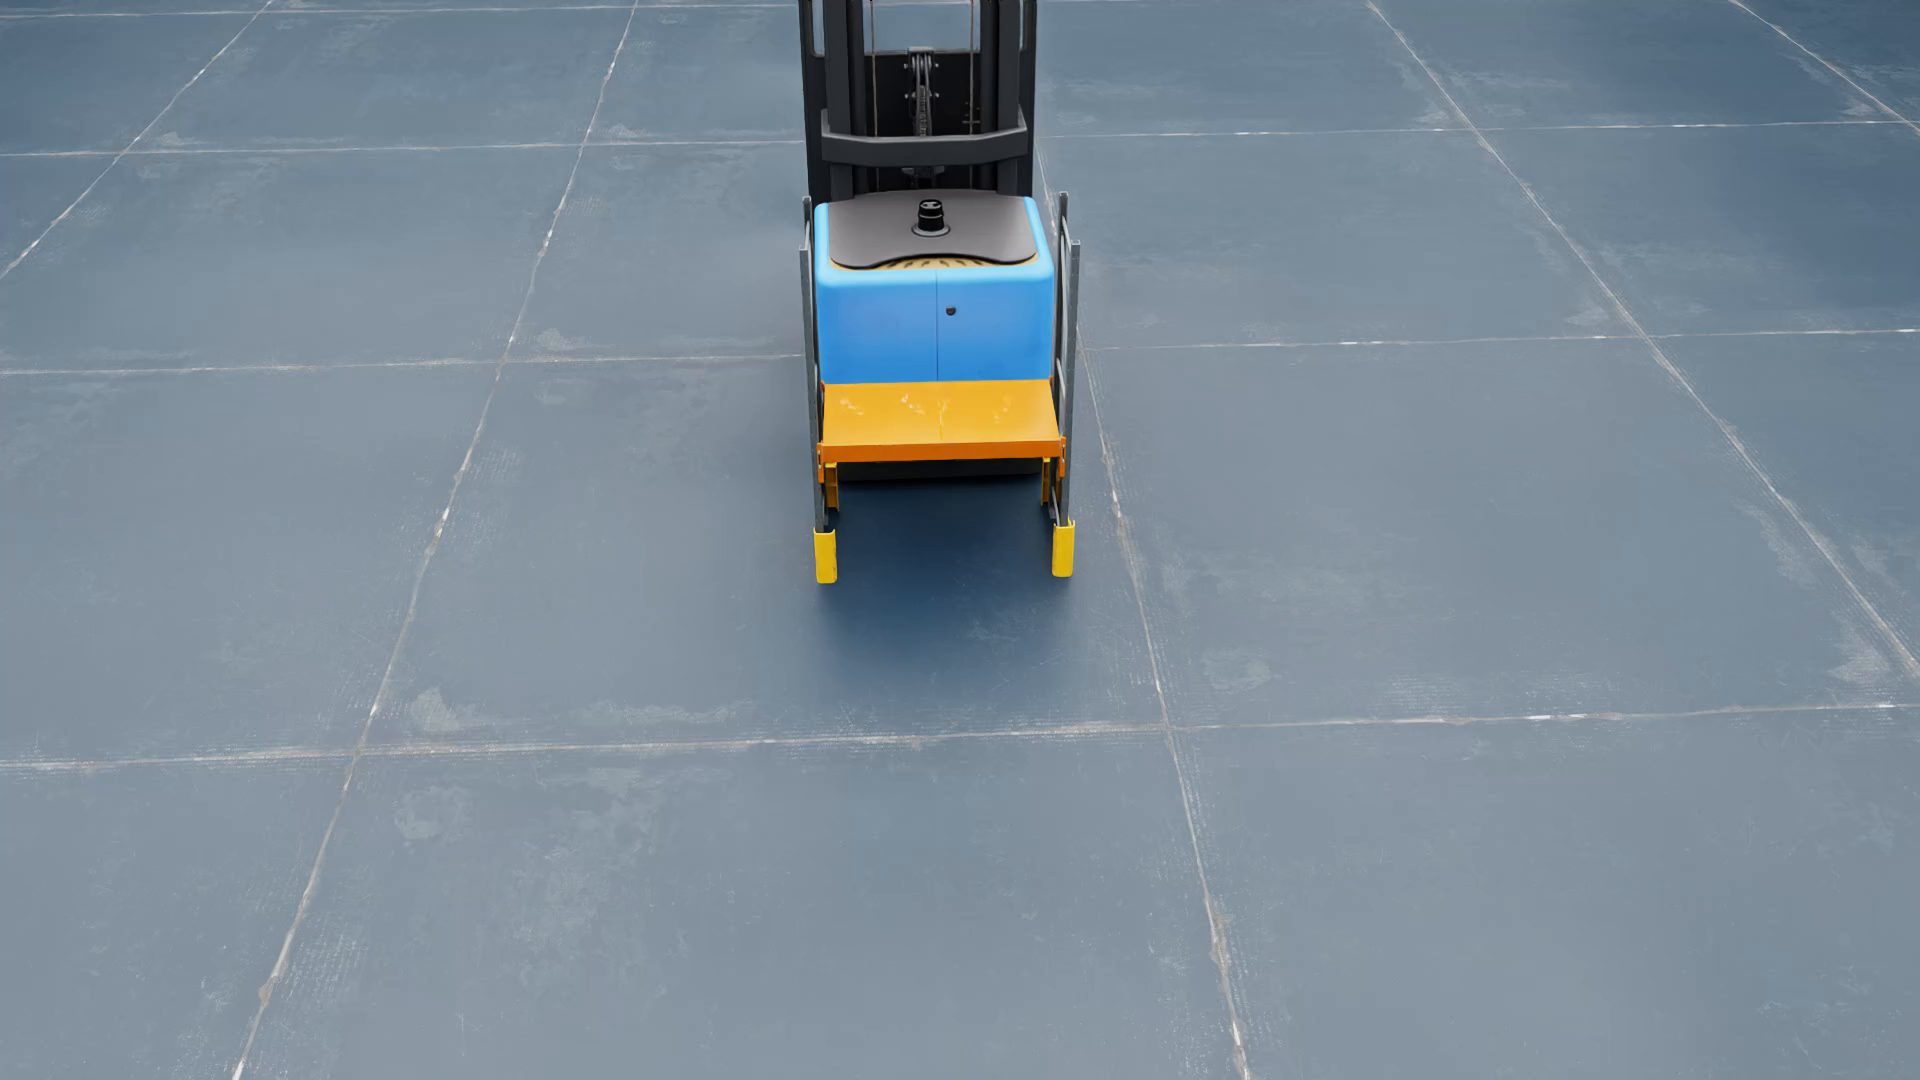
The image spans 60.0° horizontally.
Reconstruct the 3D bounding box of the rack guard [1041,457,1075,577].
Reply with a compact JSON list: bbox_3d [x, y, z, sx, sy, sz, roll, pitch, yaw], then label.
[{"bbox_3d":[0.421,-0.114,7.195,0.087,0.250,0.587,-2,35,-2],"label":"rack guard"}]

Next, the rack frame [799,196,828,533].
[{"bbox_3d":[-0.593,-0.601,6.800,0.032,1.500,0.500,-2,35,-2],"label":"rack frame"}]

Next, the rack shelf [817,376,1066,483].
[{"bbox_3d":[-0.085,-0.467,6.922,1.000,0.185,0.538,-2,35,-2],"label":"rack shelf"}]

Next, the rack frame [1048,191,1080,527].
[{"bbox_3d":[0.423,-0.628,6.840,0.032,1.500,0.500,-2,35,-2],"label":"rack frame"}]

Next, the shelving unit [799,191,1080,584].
[{"bbox_3d":[-0.076,-0.615,6.820,1.083,1.500,0.587,-2,35,-2],"label":"shelving unit"}]

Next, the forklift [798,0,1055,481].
[{"bbox_3d":[-0.212,-2.288,7.980,1.130,2.935,3.031,-3,35,-4],"label":"forklift"}]

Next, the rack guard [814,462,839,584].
[{"bbox_3d":[-0.574,-0.087,7.157,0.087,0.250,0.587,-2,35,-2],"label":"rack guard"}]
